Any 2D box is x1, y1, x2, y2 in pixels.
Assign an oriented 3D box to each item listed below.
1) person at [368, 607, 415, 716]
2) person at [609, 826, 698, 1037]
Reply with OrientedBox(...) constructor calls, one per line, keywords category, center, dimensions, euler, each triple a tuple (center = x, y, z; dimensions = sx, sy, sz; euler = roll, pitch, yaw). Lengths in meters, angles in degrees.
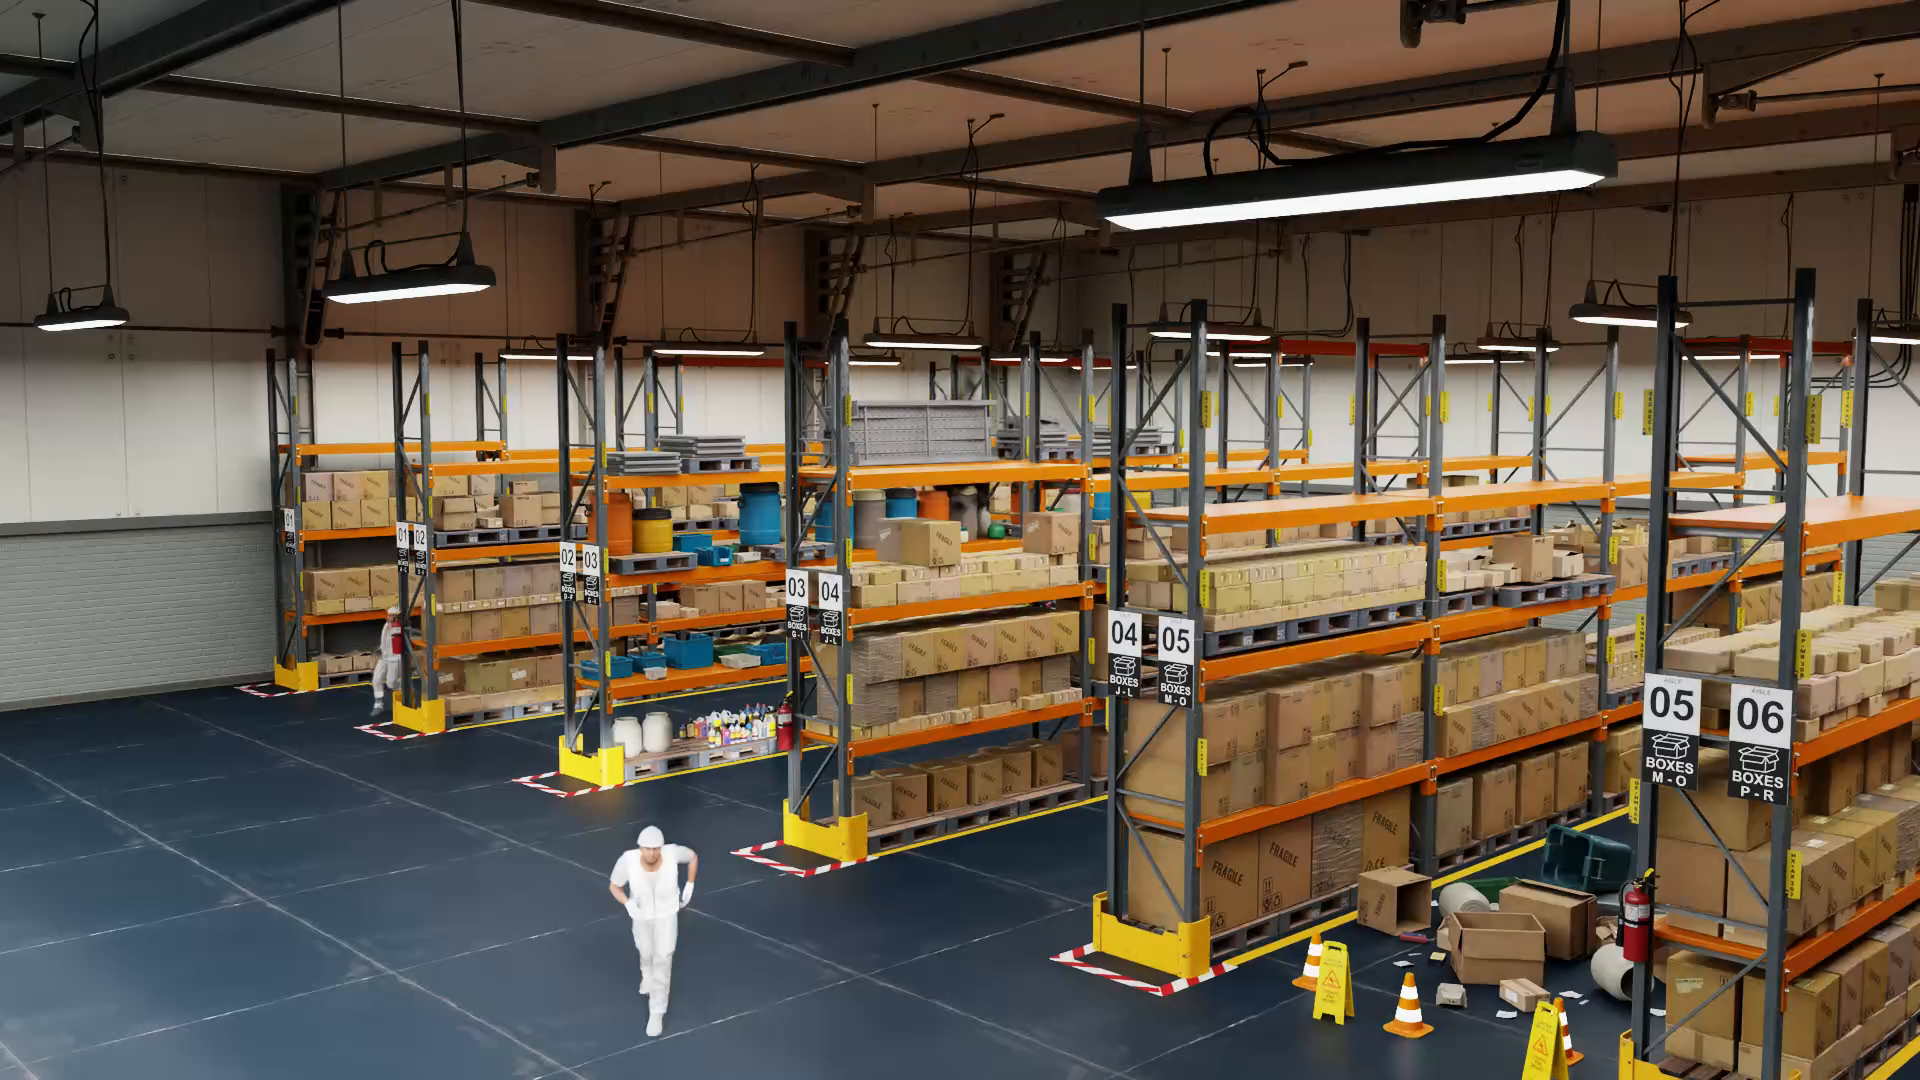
OrientedBox(category="person", center=(-9.223, 1.966, 27.133), dimensions=(0.711, 1.776, 0.854), euler=(3, 6, 32))
OrientedBox(category="person", center=(-2.550, 3.144, 13.853), dimensions=(0.728, 1.729, 1.054), euler=(-1, 5, -13))
